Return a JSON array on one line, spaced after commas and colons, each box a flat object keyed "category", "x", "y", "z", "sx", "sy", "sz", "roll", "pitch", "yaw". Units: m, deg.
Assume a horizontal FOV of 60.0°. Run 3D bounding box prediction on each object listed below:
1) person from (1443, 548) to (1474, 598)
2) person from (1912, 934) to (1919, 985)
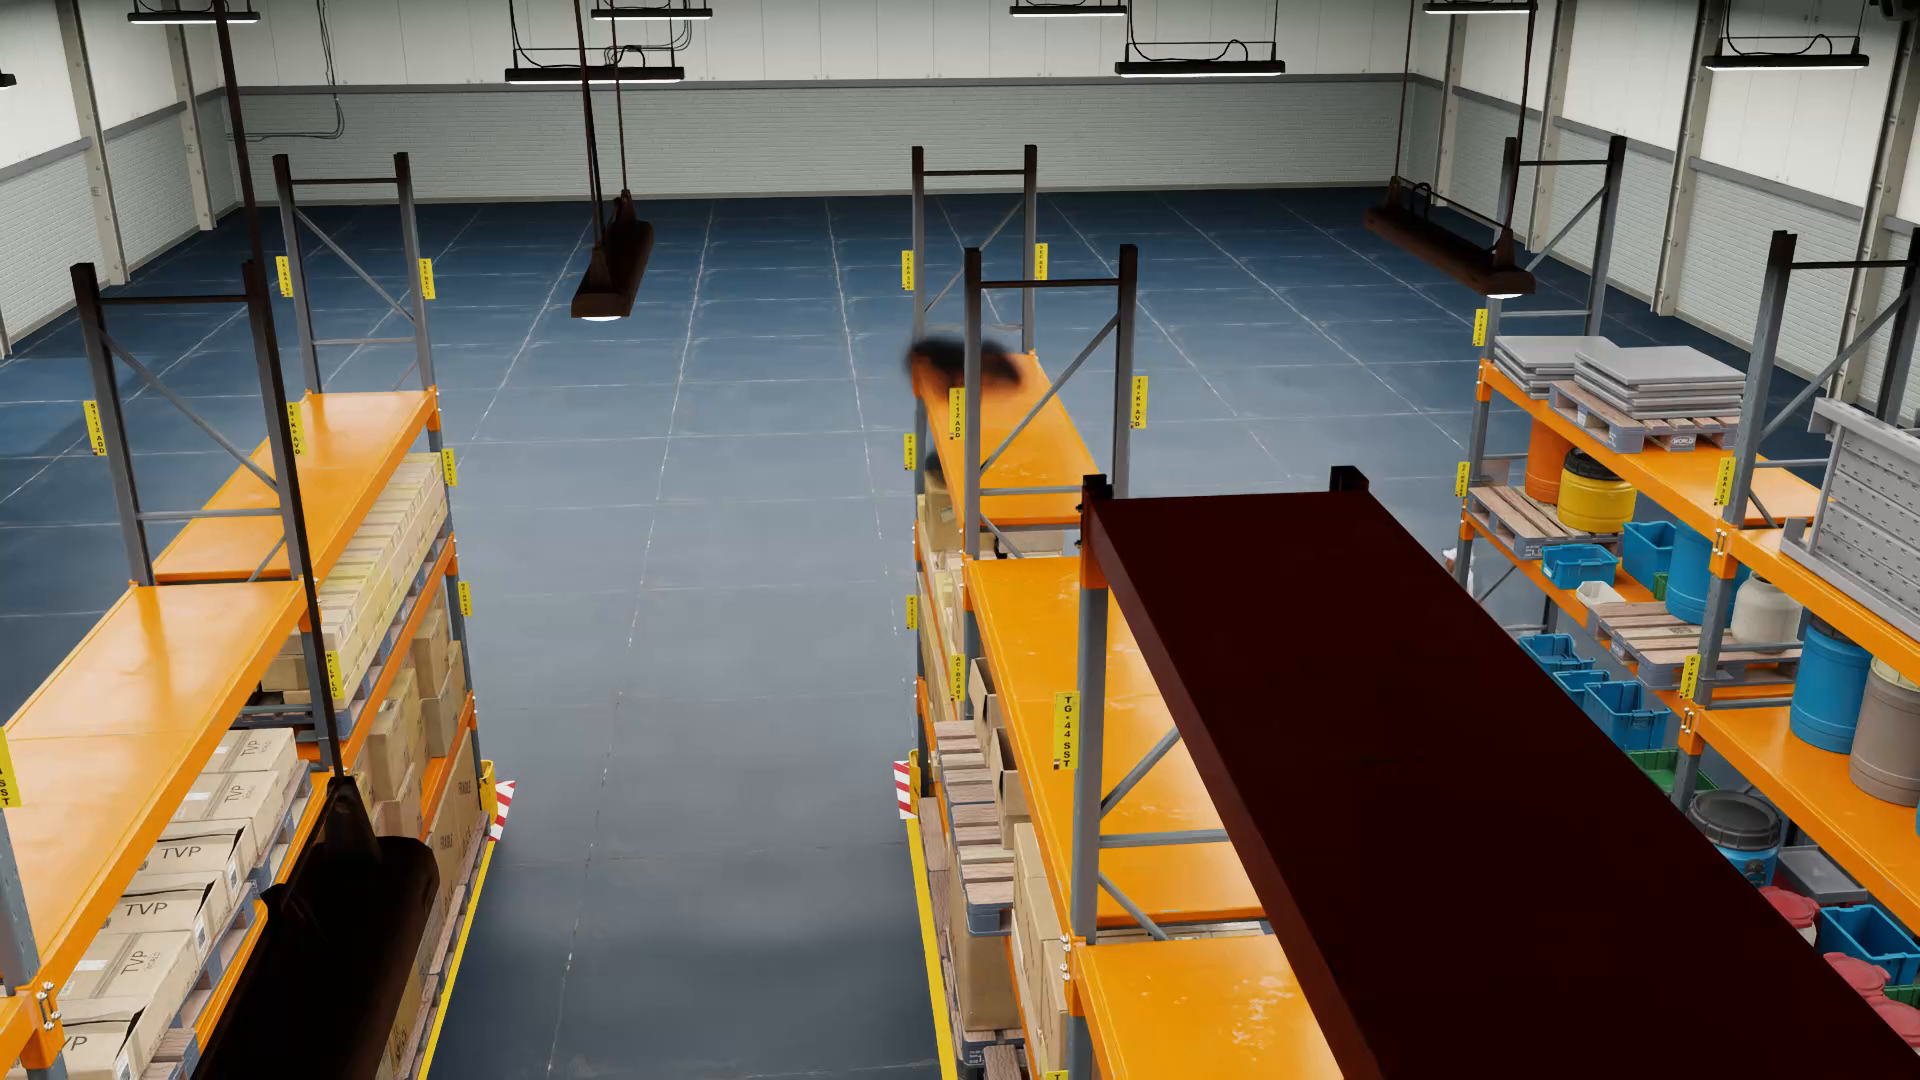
[{"category": "person", "x": 5.154, "y": 0.902, "z": 17.025, "sx": 0.739, "sy": 1.725, "sz": 0.641, "roll": 11, "pitch": 24, "yaw": 25}, {"category": "person", "x": 6.337, "y": 3.316, "z": 11.024, "sx": 0.639, "sy": 1.652, "sz": 0.687, "roll": -7, "pitch": 23, "yaw": -17}]
